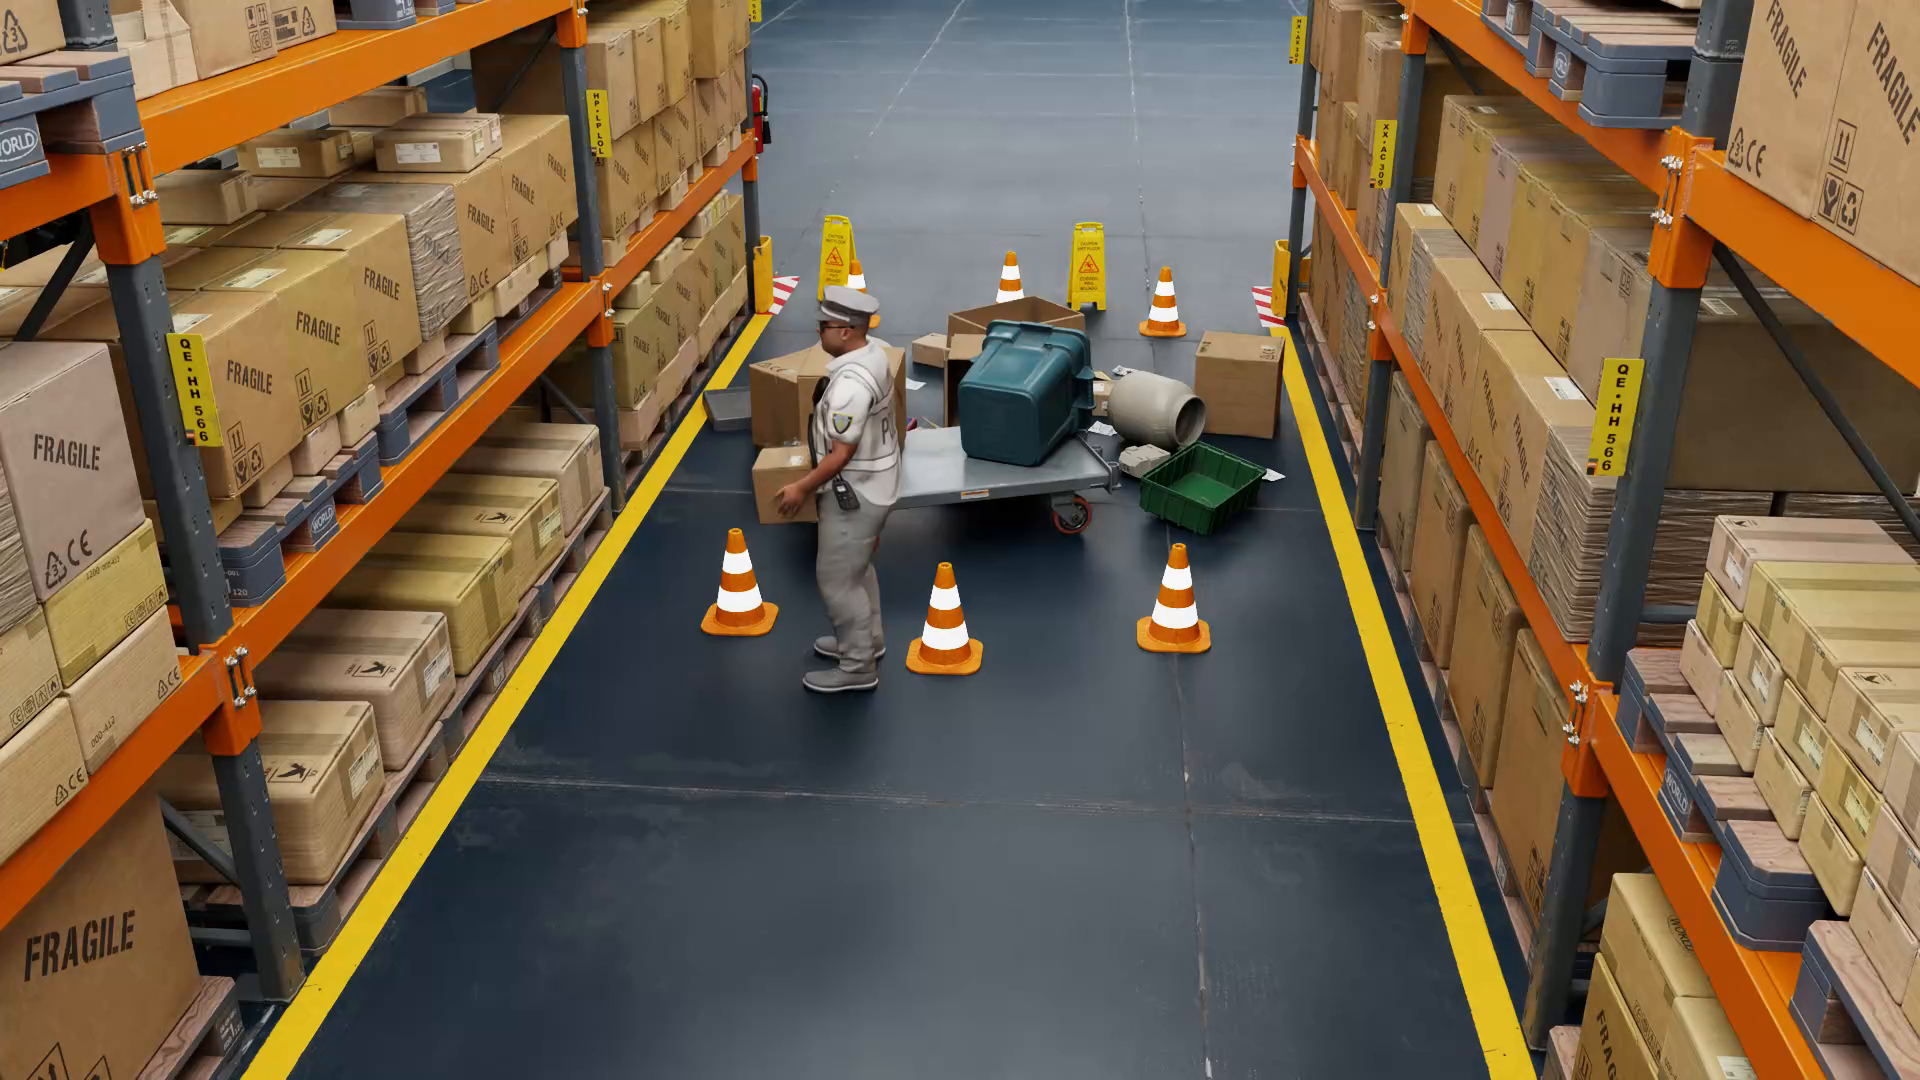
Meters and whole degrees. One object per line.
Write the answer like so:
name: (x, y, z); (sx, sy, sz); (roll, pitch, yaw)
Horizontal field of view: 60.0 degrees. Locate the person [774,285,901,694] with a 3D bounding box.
person: (-0.514, -0.218, 7.046); (0.509, 1.772, 0.530); (2, 24, 3)
